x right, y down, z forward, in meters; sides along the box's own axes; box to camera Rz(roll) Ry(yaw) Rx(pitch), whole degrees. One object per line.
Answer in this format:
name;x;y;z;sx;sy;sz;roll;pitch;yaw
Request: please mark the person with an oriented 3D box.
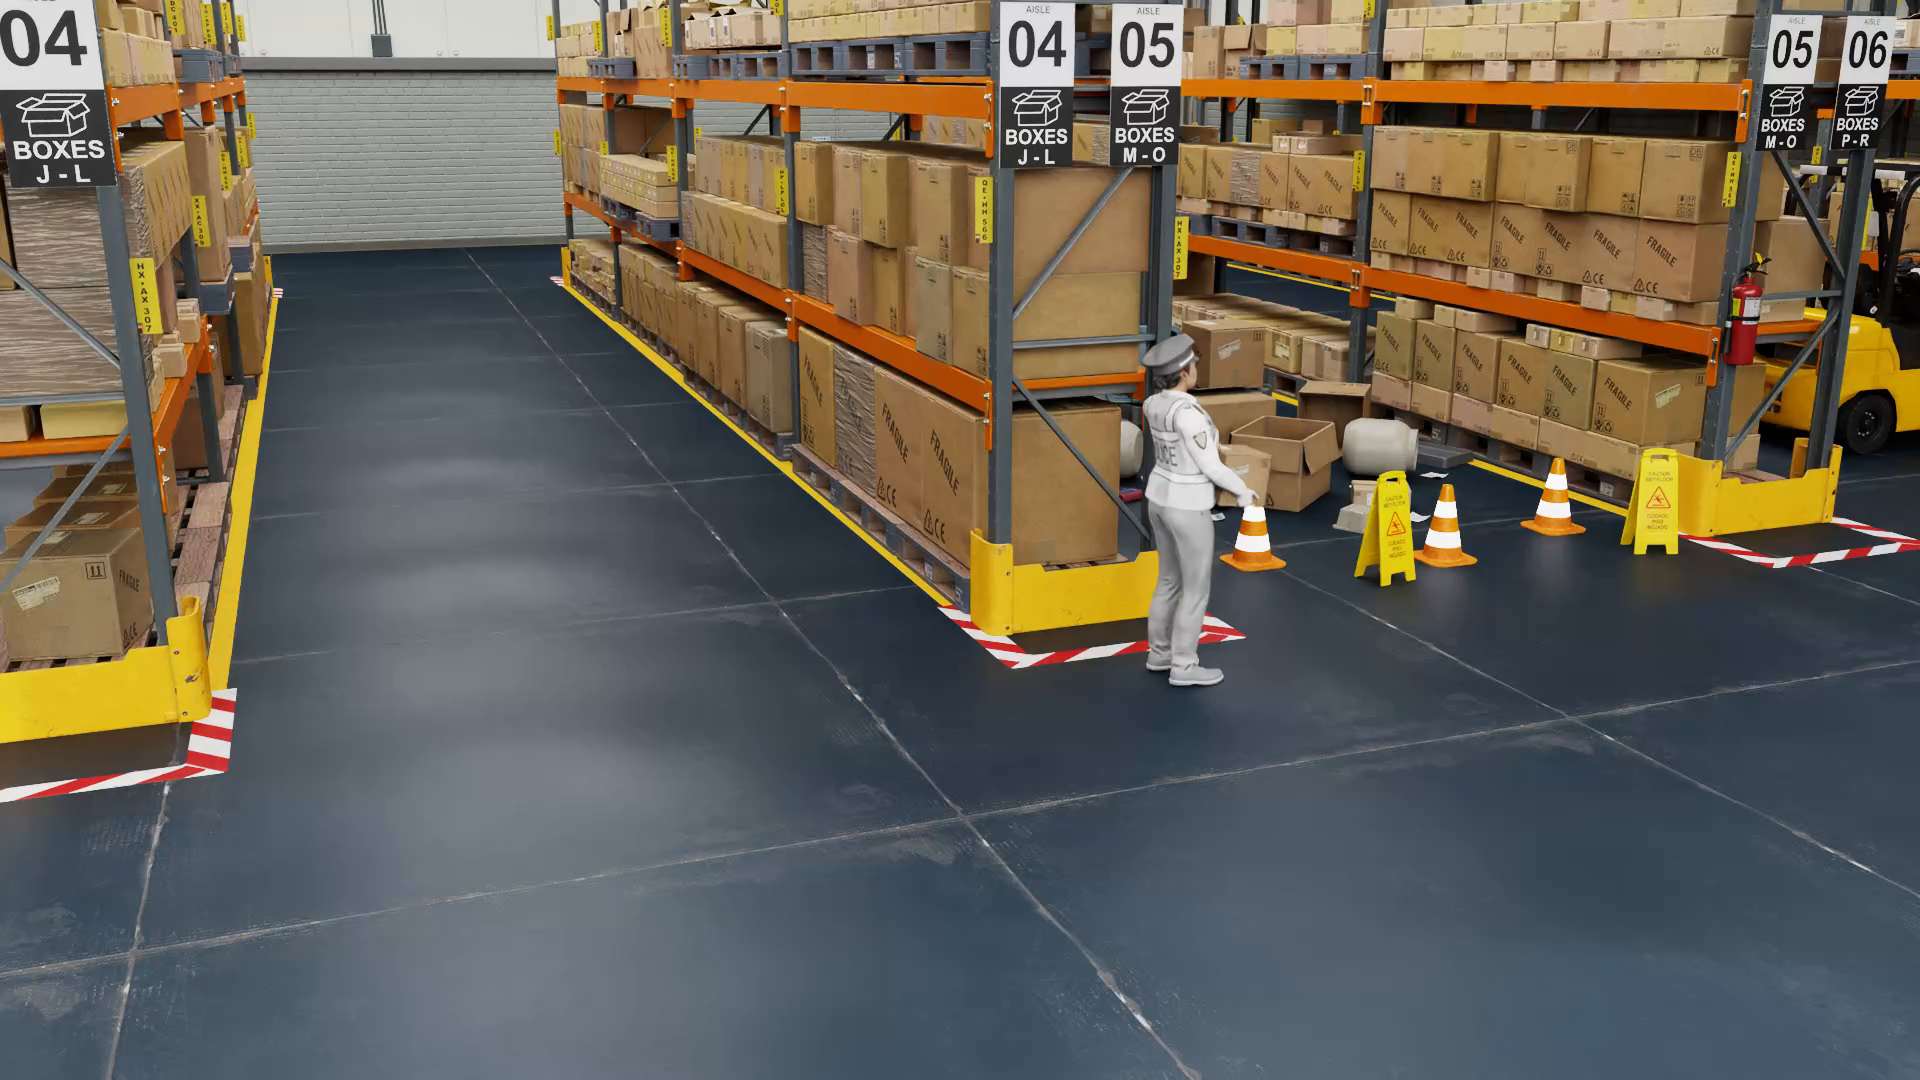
person;1.126;-0.154;8.013;0.554;1.693;0.466;-6;17;-20
